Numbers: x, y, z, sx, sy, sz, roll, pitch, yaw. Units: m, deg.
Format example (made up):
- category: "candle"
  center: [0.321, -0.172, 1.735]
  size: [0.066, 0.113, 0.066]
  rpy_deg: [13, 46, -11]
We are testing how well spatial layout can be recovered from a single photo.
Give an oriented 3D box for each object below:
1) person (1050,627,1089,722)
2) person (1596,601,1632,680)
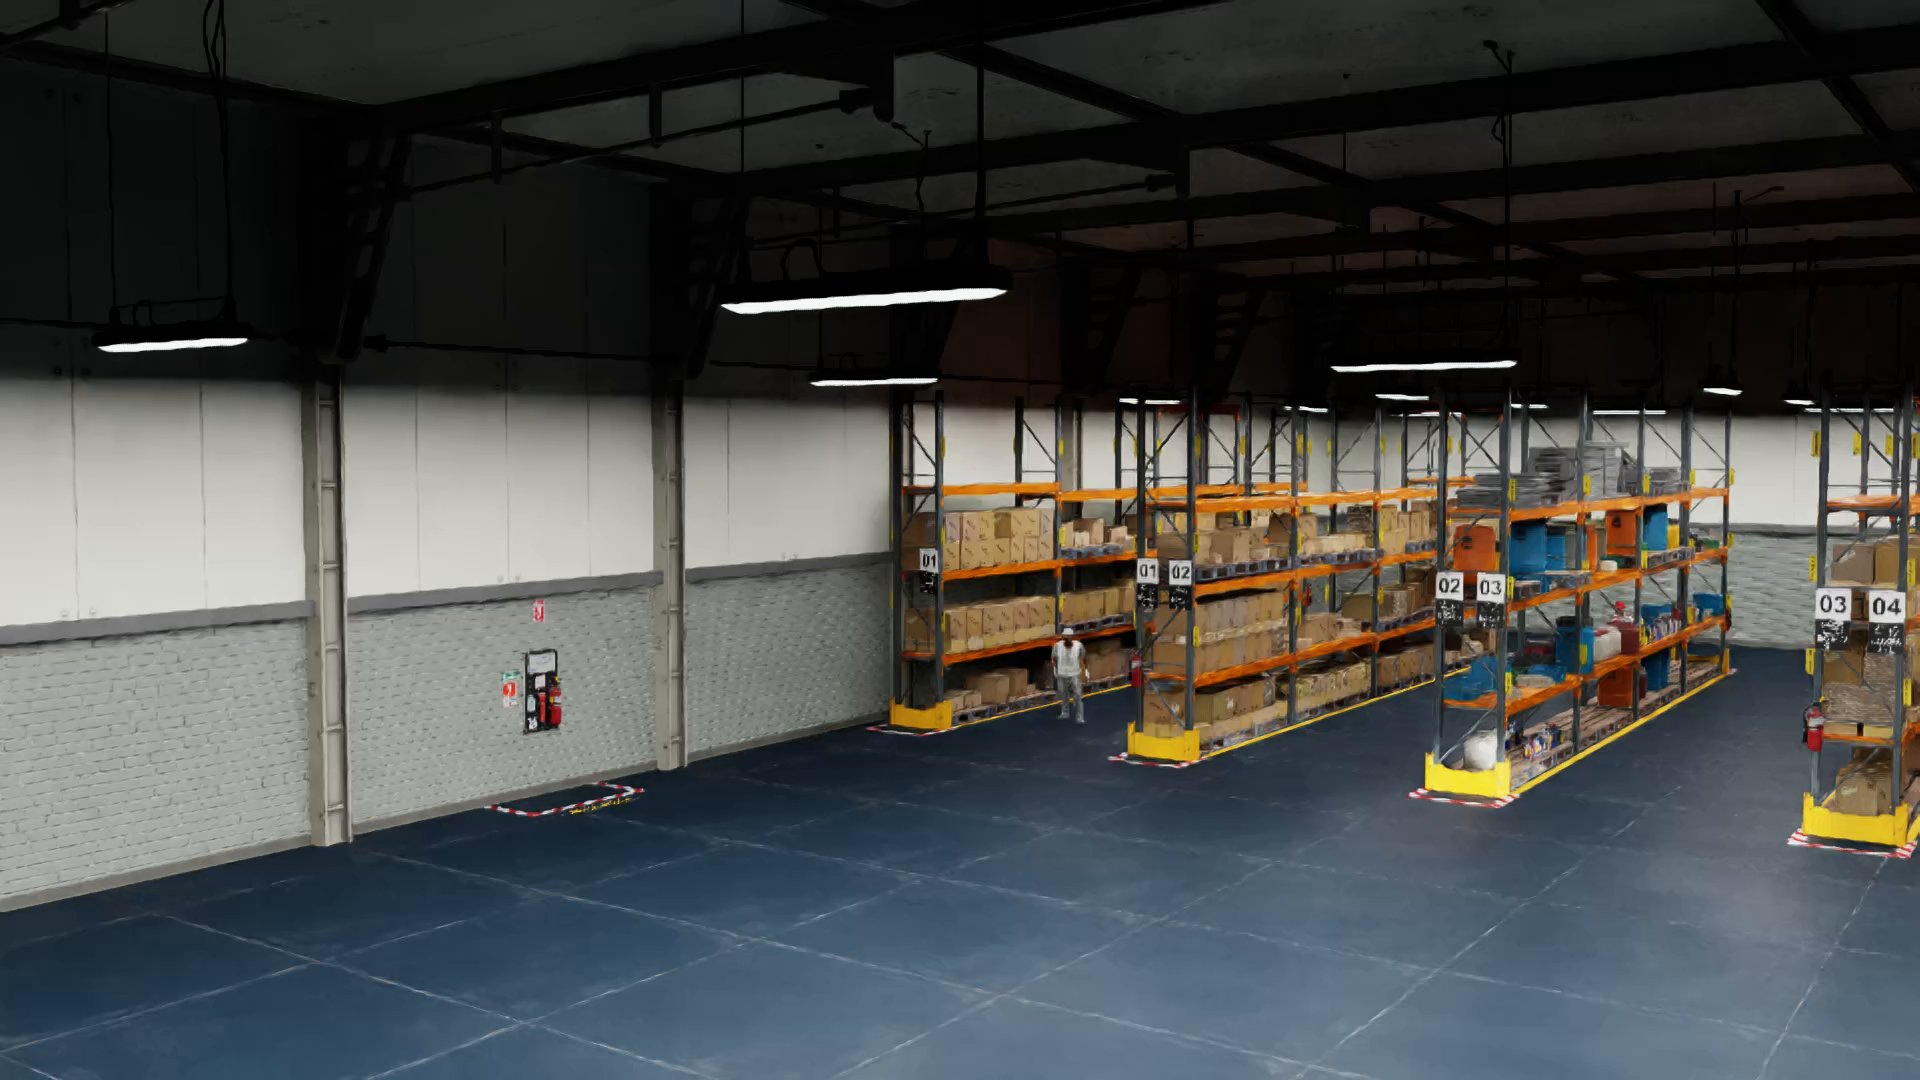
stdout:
- category: "person"
  center: [1.988, 2.431, 30.201]
  size: [0.688, 1.716, 0.796]
  rpy_deg: [1, 3, 15]
- category: "person"
  center: [13.938, 2.153, 35.108]
  size: [0.924, 1.747, 0.590]
  rpy_deg: [-2, 4, -28]
